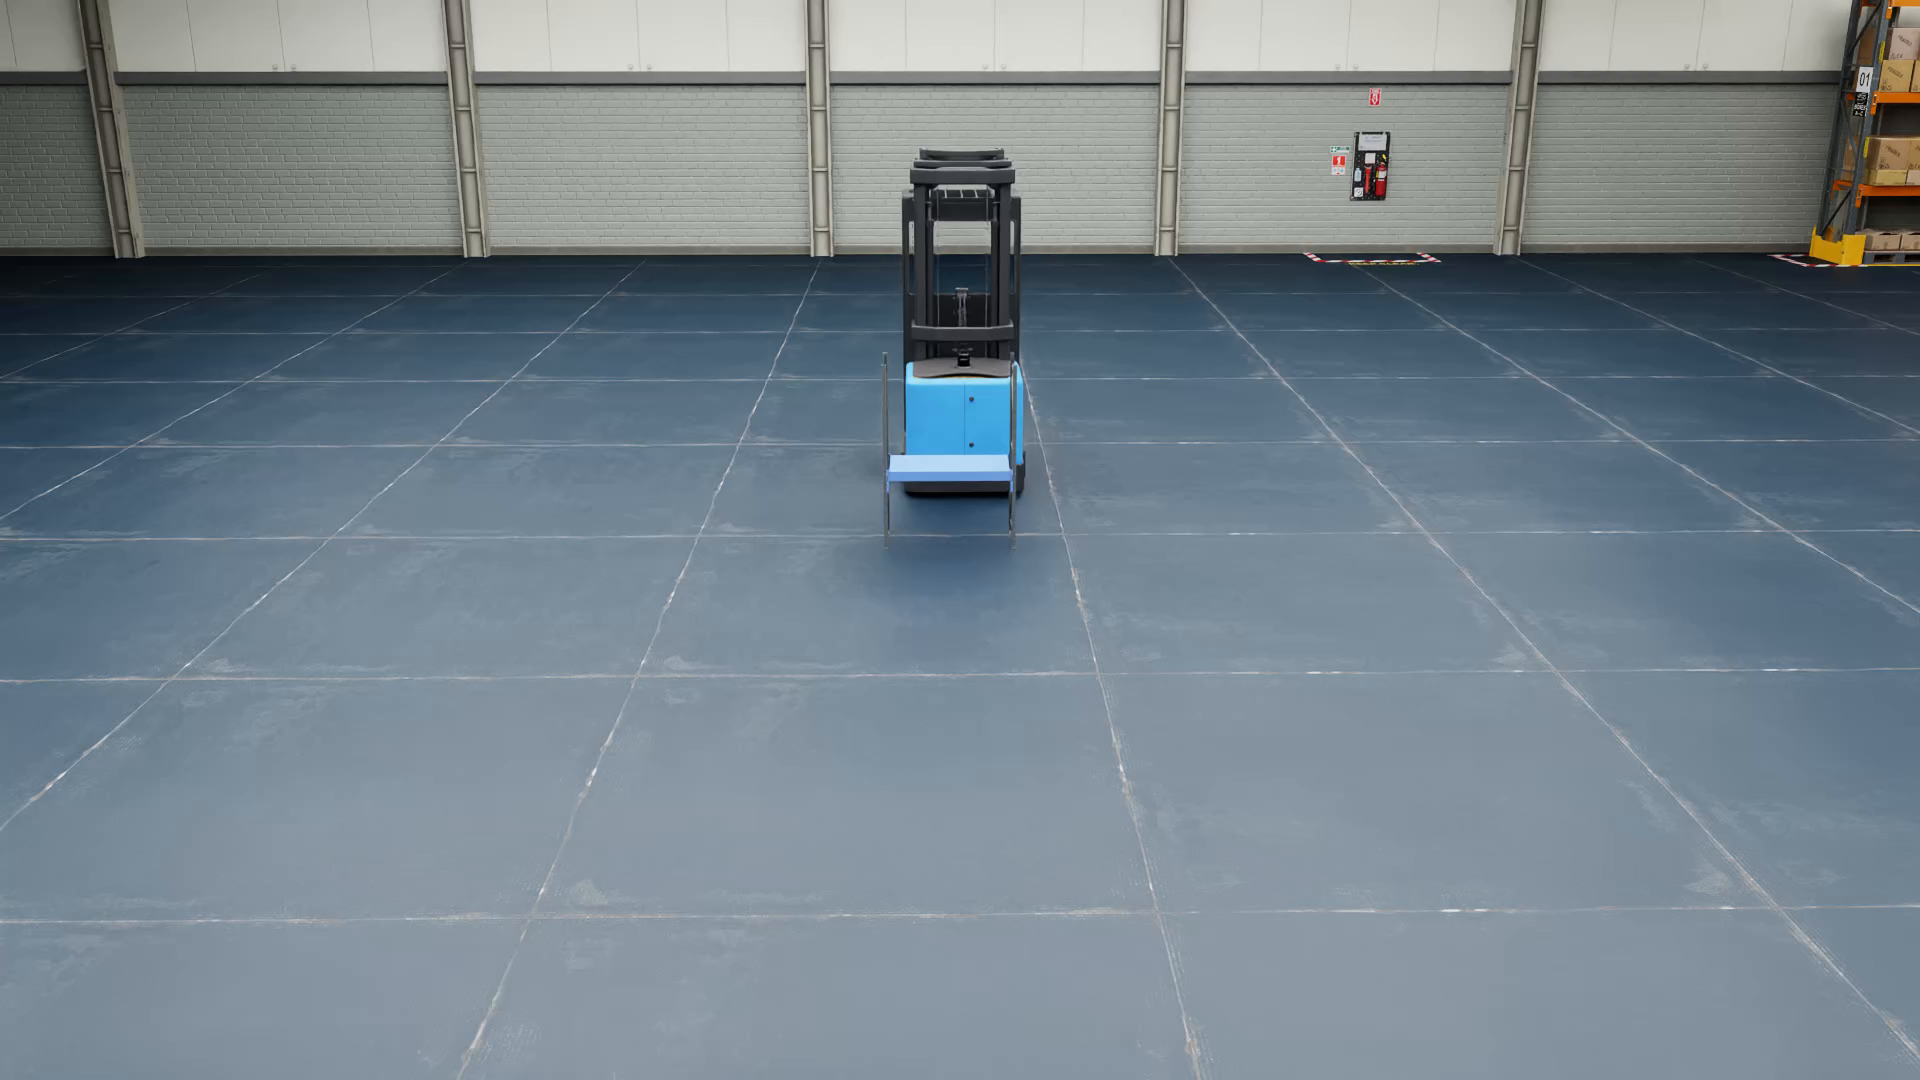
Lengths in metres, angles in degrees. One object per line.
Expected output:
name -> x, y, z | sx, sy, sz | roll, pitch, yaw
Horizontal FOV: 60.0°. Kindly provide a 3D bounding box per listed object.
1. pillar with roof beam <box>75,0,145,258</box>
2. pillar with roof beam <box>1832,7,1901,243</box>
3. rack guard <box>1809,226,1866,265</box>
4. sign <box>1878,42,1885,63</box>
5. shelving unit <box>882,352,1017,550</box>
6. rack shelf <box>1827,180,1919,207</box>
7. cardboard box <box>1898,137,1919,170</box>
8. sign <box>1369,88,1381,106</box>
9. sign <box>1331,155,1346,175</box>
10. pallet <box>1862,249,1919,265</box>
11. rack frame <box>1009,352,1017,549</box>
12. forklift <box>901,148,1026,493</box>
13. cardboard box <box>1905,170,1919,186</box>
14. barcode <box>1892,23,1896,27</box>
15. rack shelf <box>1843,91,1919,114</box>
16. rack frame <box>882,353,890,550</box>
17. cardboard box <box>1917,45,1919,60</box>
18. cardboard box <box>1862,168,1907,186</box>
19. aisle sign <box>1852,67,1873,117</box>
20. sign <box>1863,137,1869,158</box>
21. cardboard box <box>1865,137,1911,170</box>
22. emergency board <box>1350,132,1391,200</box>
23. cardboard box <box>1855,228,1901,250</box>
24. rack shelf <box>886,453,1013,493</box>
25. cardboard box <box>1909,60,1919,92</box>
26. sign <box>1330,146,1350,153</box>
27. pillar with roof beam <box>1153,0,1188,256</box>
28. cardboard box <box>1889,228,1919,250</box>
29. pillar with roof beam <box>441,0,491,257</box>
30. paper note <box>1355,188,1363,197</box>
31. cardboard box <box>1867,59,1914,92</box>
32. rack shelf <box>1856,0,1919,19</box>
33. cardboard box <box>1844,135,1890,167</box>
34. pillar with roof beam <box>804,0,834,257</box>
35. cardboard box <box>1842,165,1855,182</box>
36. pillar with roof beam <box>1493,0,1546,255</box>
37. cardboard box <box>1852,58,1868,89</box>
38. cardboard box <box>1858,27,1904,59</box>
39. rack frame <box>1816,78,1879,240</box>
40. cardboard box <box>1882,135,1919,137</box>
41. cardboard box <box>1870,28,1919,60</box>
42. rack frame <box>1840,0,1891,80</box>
pillar with roof beam -> -14.331, -7.886, 23.398 | 0.400, 9.000, 9.100 | 0, 18, -1
pillar with roof beam -> 15.665, -8.030, 23.849 | 0.400, 9.000, 9.100 | 0, 18, -1
rack guard -> 14.987, -5.031, 28.413 | 0.348, 0.500, 1.175 | 0, 18, -1
sign -> 14.920, -7.900, 26.921 | 0.005, 0.325, 0.100 | 0, 18, -1
shelving unit -> -0.085, -0.714, 13.317 | 1.048, 1.500, 0.538 | 0, 18, -1
rack shelf -> 16.911, -5.888, 28.170 | 4.000, 0.370, 1.077 | 0, 18, -1
cardboard box -> 15.888, -6.426, 27.654 | 0.500, 0.500, 0.500 | 0, 18, -1
sign -> 7.117, -7.594, 28.513 | 0.199, 0.298, 0.001 | 0, 18, -1
sign -> 6.572, -6.505, 28.857 | 0.234, 0.329, 0.001 | 0, 18, -1
pallet -> 15.800, -4.887, 28.435 | 1.213, 0.211, 1.003 | 0, 18, -1
rack frame -> 0.423, -0.716, 13.325 | 0.032, 1.500, 0.500 | 0, 18, -1
forklift -> 0.007, -2.209, 15.637 | 1.130, 2.935, 3.031 | 0, 18, -1
cardboard box -> 15.923, -6.071, 27.776 | 0.500, 0.250, 0.500 | -1, 18, -3
barcode -> 15.613, -8.615, 27.799 | 0.075, 0.075, 0.001 | 0, 18, -1
rack shelf -> 16.911, -7.316, 27.711 | 4.000, 0.370, 1.077 | 0, 18, -1
rack frame -> -0.594, -0.711, 13.310 | 0.032, 1.500, 0.500 | 0, 18, -1
cardboard box -> 15.803, -8.097, 27.134 | 0.500, 0.500, 0.500 | 0, 18, -1
cardboard box -> 15.404, -6.064, 27.755 | 0.500, 0.250, 0.500 | -1, 18, -2
aisle sign -> 14.844, -7.367, 27.346 | 0.004, 0.787, 0.394 | 0, 18, -1
sign -> 14.920, -6.467, 27.381 | 0.005, 0.325, 0.100 | 0, 18, -1
cardboard box -> 15.393, -6.427, 27.656 | 0.500, 0.500, 0.500 | 0, 18, -1
emergency board -> 7.127, -6.459, 28.773 | 0.643, 1.169, 0.194 | 0, 18, -1
cardboard box -> 15.604, -5.126, 28.298 | 0.500, 0.311, 0.500 | -2, 18, -7
rack shelf -> -0.085, -0.542, 13.372 | 1.000, 0.185, 0.538 | 0, 18, -1
cardboard box -> 15.787, -7.623, 27.294 | 0.500, 0.500, 0.500 | 1, 18, 3
sign -> 6.577, -6.755, 28.768 | 0.331, 0.109, 0.001 | 0, 18, -1
pillar with roof beam -> 3.667, -7.972, 23.668 | 0.400, 9.000, 9.100 | 0, 18, -1
cardboard box -> 16.174, -5.129, 28.306 | 0.500, 0.311, 0.500 | 1, 18, 4
pillar with roof beam -> -8.332, -7.915, 23.488 | 0.400, 9.000, 9.100 | 0, 18, -1
paper note -> 6.949, -6.060, 28.970 | 0.142, 0.148, 0.016 | 0, 18, -1
cardboard box -> 15.249, -7.632, 27.320 | 0.500, 0.500, 0.500 | 0, 18, 1
rack shelf -> 16.911, -8.743, 27.254 | 4.000, 0.370, 1.077 | 0, 18, -1
cardboard box -> 15.379, -6.583, 28.144 | 0.500, 0.500, 0.500 | 0, 18, -1
pillar with roof beam -> -2.332, -7.944, 23.578 | 0.400, 9.000, 9.100 | 0, 18, -1
cardboard box -> 15.376, -6.221, 28.241 | 0.500, 0.250, 0.500 | 0, 18, 0
pillar with roof beam -> 9.666, -8.001, 23.758 | 0.400, 9.000, 9.100 | 0, 18, -1
cardboard box -> 15.324, -7.786, 27.801 | 0.500, 0.500, 0.500 | 1, 18, 3
cardboard box -> 15.338, -8.264, 27.656 | 0.500, 0.500, 0.500 | 1, 18, 2
rack frame -> 14.911, -6.221, 28.030 | 0.127, 3.000, 1.000 | 0, 18, -1
cardboard box -> 15.883, -6.583, 28.143 | 0.500, 0.500, 0.500 | 0, 18, 0
cardboard box -> 15.300, -8.110, 27.175 | 0.500, 0.500, 0.500 | -2, 18, -5
rack frame -> 14.911, -9.078, 27.113 | 0.127, 3.000, 1.000 | 0, 18, -1
